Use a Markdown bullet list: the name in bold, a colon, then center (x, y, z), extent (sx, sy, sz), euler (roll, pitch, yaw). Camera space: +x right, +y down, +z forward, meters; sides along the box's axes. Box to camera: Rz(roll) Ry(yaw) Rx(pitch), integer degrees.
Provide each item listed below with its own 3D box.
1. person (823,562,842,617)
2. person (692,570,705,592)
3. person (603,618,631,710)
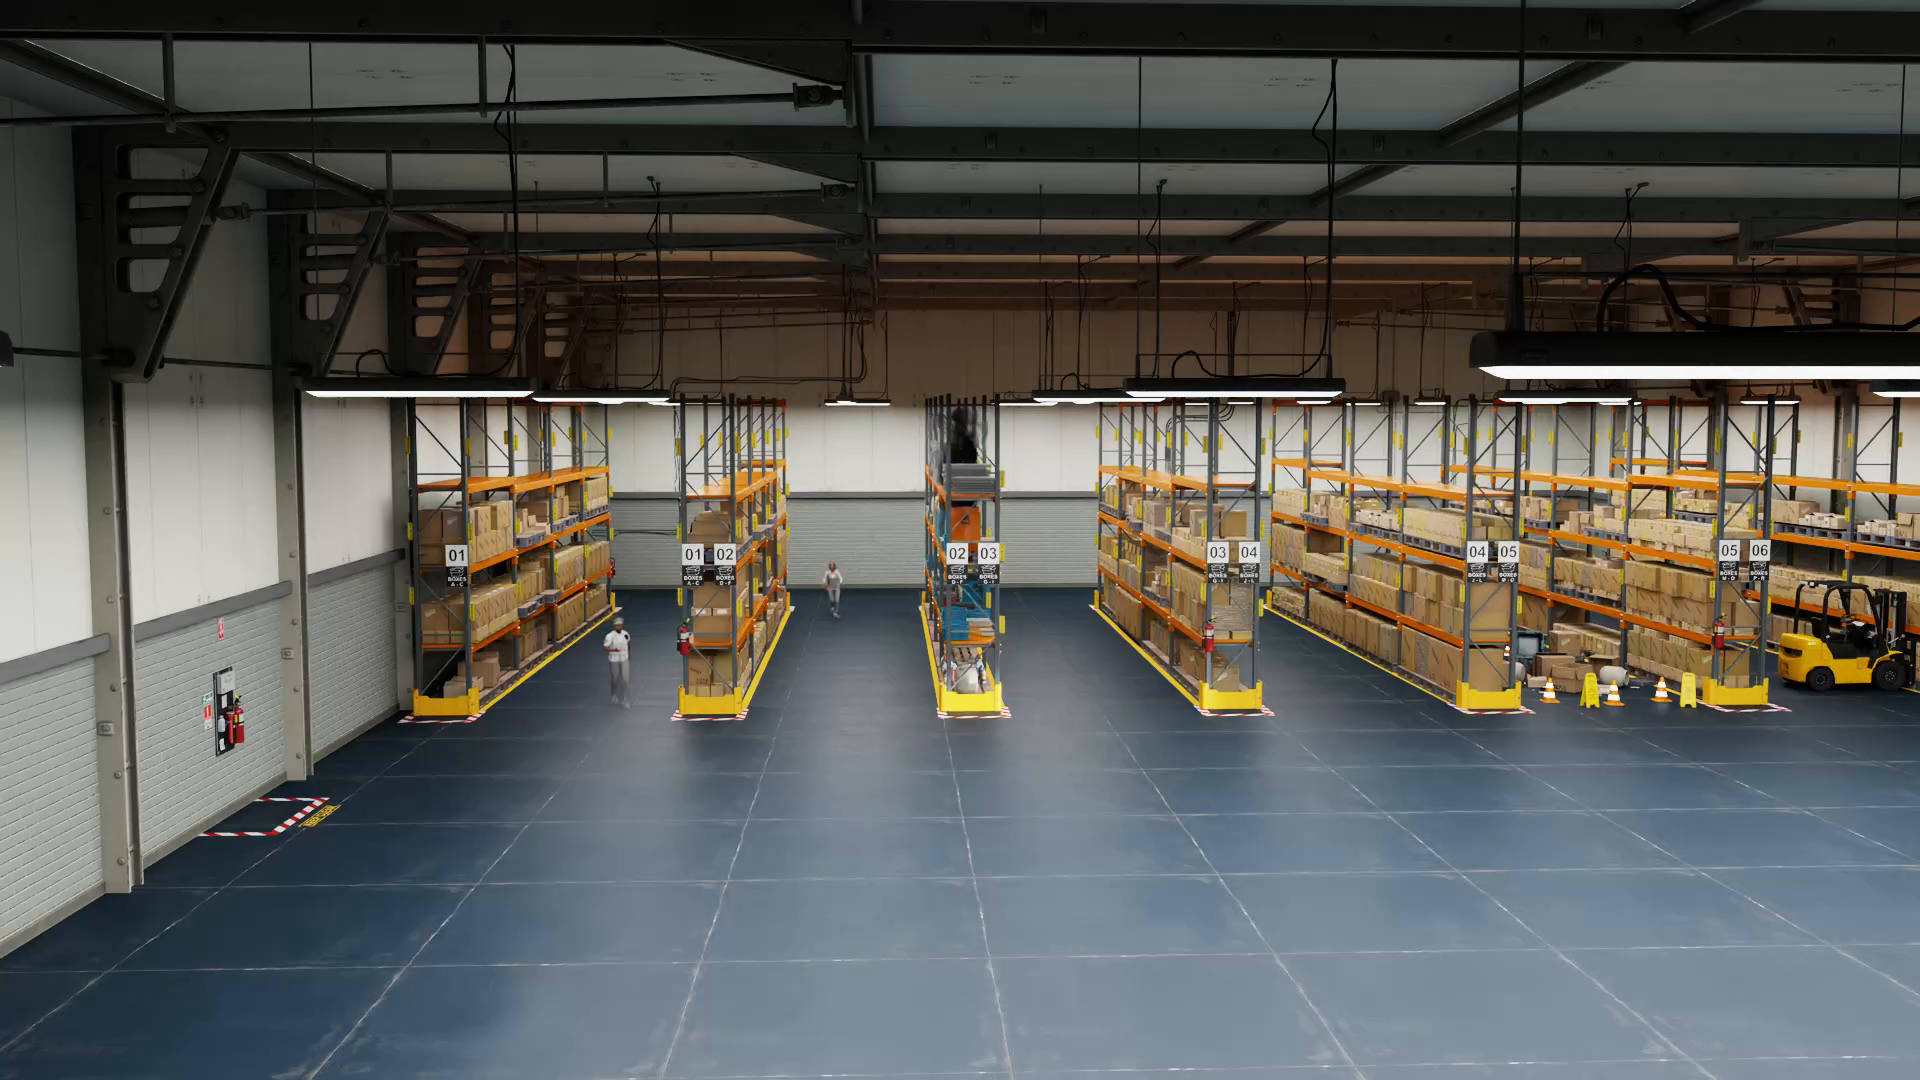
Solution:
- **person**: center (-3.473, 1.367, 45.581), extent (0.519, 1.528, 0.566), euler (-1, 5, -13)
- **person**: center (-6.686, 1.399, 43.320), extent (0.664, 1.787, 0.902), euler (0, 5, -5)
- **person**: center (-6.571, 2.344, 31.944), extent (0.573, 1.739, 0.848), euler (-2, 5, -22)
